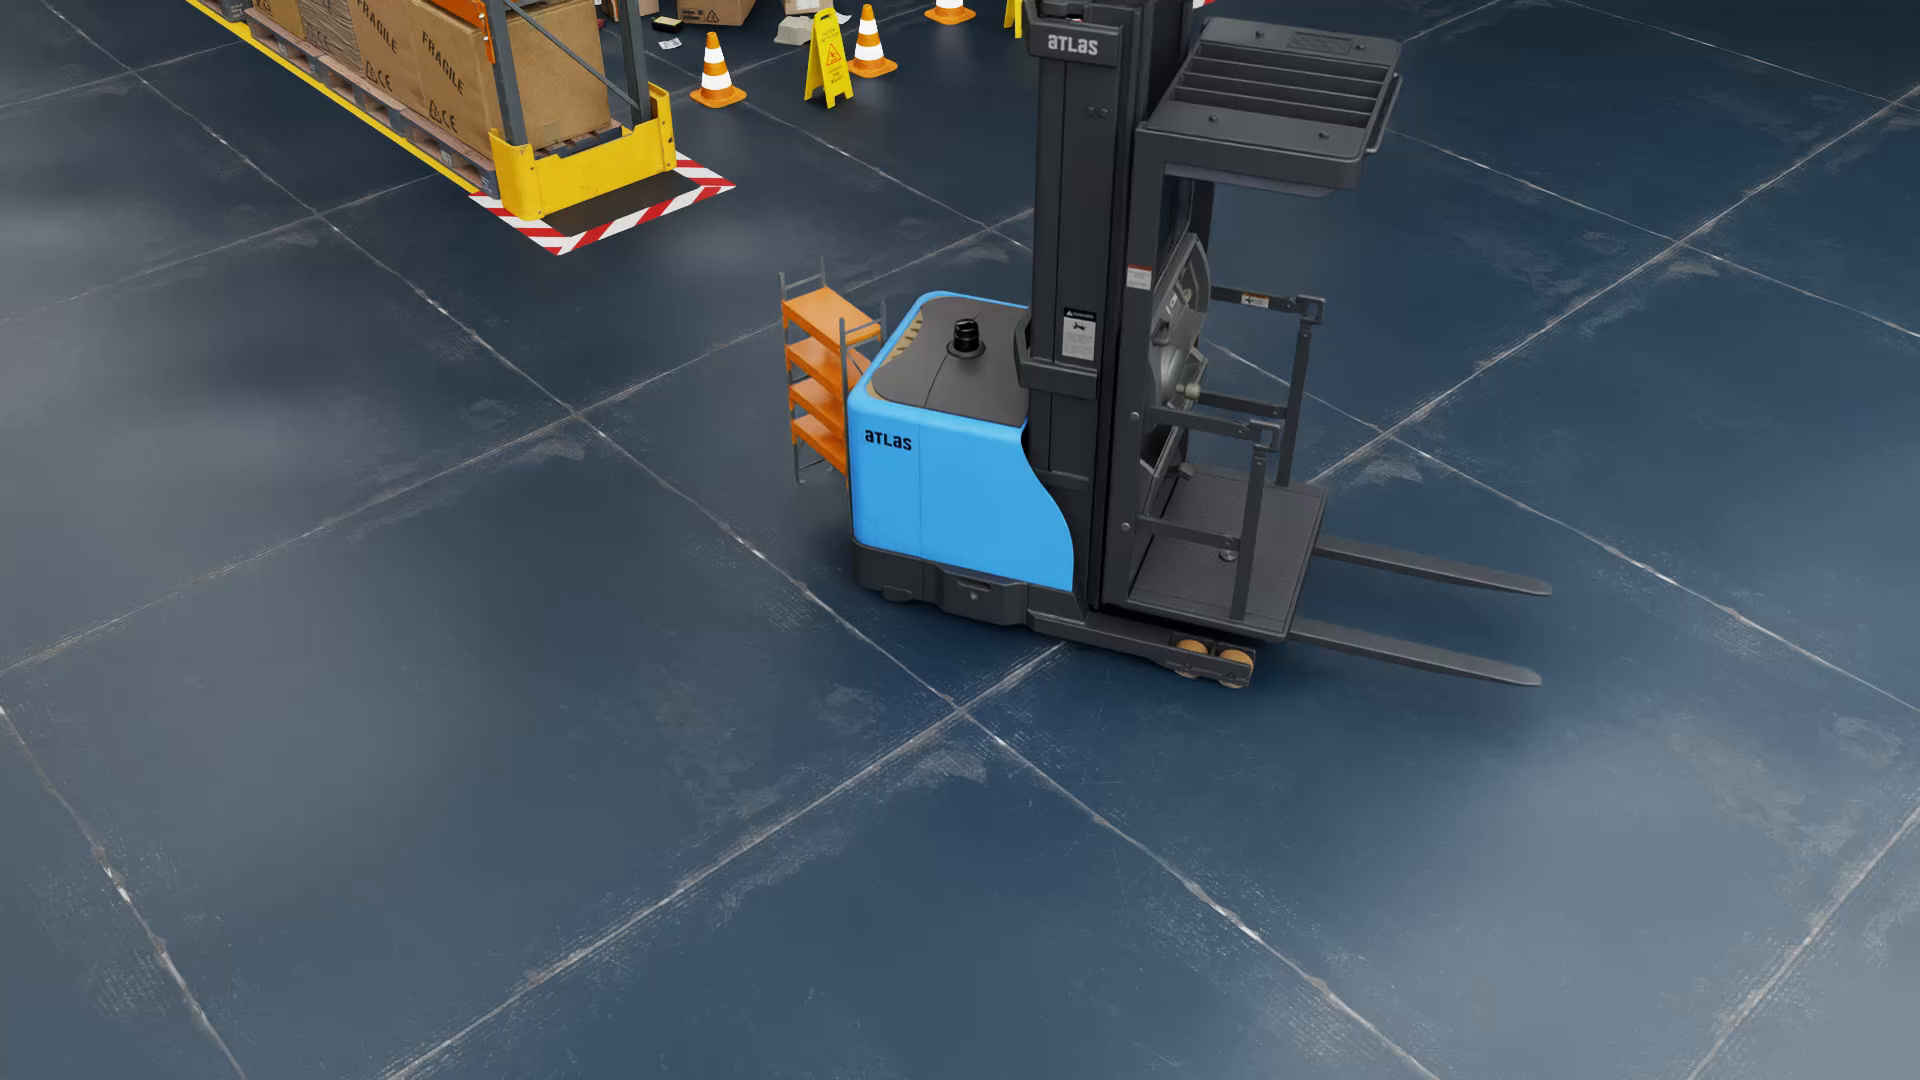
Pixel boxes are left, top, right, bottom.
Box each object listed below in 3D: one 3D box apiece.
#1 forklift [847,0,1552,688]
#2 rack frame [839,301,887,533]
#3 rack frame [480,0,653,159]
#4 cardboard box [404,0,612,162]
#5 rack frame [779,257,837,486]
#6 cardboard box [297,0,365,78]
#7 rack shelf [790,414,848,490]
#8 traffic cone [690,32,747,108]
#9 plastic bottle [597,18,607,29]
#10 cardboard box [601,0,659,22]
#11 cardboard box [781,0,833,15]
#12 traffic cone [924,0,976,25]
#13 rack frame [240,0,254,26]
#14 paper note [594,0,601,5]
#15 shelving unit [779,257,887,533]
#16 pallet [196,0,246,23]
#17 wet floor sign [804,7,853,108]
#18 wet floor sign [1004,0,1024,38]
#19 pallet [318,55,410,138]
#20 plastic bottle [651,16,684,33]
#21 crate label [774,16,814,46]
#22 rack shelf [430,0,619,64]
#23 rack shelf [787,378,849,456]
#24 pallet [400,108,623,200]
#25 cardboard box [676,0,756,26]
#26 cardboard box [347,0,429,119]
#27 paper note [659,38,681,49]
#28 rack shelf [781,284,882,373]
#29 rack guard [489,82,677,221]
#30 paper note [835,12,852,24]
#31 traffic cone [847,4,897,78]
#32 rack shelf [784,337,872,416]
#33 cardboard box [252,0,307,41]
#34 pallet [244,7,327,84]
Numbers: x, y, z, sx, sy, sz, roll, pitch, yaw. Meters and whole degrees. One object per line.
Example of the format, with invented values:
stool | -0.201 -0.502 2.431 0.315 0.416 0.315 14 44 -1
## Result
forklift | 1.080 -0.881 6.716 3.031 2.935 1.130 13 41 15
rack frame | -0.429 -0.542 7.674 0.240 1.200 0.015 -26 45 -28
rack frame | -2.414 -3.489 9.891 1.000 3.000 0.127 -30 48 -32
cardboard box | -2.921 -3.112 10.780 0.875 0.875 0.875 -30 47 -32
rack frame | -0.724 -0.786 7.976 0.240 1.200 0.015 -26 45 -28
cardboard box | -4.133 -3.941 11.807 0.875 0.875 0.875 -30 47 -31
rack shelf | -0.576 -0.457 7.992 0.258 0.148 0.480 -26 45 -28
traffic cone | -1.727 -3.352 11.740 0.336 0.463 0.334 -30 48 -32
plastic bottle | -2.853 -3.969 12.823 0.133 0.061 0.283 18 42 21
cardboard box | -2.600 -4.264 13.026 0.396 0.266 0.258 -22 44 -25
cardboard box | -1.210 -4.279 13.137 0.380 0.149 0.250 -8 40 -10
traffic cone | -0.077 -4.304 12.918 0.336 0.463 0.334 -30 48 -32
rack frame | -5.119 -5.341 12.183 1.000 3.000 0.127 -30 48 -32
paper note | -2.853 -4.332 13.303 0.172 0.023 0.155 -15 41 -17
shelving unit | -0.576 -0.664 7.825 0.258 1.200 0.503 -26 45 -28
pallet | -5.696 -4.581 13.462 1.003 0.211 1.213 -30 48 -32
wet floor sign | -0.936 -3.402 11.656 0.232 0.644 0.267 26 45 28
wet floor sign | 0.505 -4.181 12.621 0.267 0.644 0.232 -15 41 -17
pallet | -3.833 -3.306 11.883 1.003 0.211 1.213 -30 48 -32
plastic bottle | -2.283 -3.986 12.845 0.283 0.061 0.133 18 42 21
crate label | -1.242 -3.885 12.660 0.298 0.136 0.250 11 40 13
rack shelf | -3.766 -4.135 11.263 1.077 0.370 4.000 -30 48 -32
rack shelf | -0.576 -0.612 7.867 0.258 0.148 0.480 -26 45 -28
pallet | -3.012 -2.741 11.184 1.003 0.211 1.213 -30 48 -32
cardboard box | -1.889 -4.406 13.012 0.637 0.503 0.797 5 39 6
cardboard box | -3.518 -3.518 11.284 0.875 0.875 0.875 -31 48 -32
paper note | -2.195 -3.762 12.592 0.144 0.017 0.142 -15 41 -17
rack shelf | -0.576 -0.970 7.578 0.258 0.148 0.480 -26 45 -28
rack guard | -2.397 -2.506 10.663 1.175 0.500 0.348 -30 48 -32
paper note | -0.941 -4.076 12.981 0.142 0.019 0.148 18 42 21
traffic cone | -0.664 -3.675 12.139 0.336 0.463 0.334 -30 48 -32
rack shelf | -0.576 -0.786 7.727 0.258 0.148 0.480 -26 45 -28
cardboard box | -4.745 -4.357 12.322 0.875 0.875 0.875 -29 47 -31
pallet | -4.662 -3.871 12.582 1.003 0.211 1.213 -30 48 -32
